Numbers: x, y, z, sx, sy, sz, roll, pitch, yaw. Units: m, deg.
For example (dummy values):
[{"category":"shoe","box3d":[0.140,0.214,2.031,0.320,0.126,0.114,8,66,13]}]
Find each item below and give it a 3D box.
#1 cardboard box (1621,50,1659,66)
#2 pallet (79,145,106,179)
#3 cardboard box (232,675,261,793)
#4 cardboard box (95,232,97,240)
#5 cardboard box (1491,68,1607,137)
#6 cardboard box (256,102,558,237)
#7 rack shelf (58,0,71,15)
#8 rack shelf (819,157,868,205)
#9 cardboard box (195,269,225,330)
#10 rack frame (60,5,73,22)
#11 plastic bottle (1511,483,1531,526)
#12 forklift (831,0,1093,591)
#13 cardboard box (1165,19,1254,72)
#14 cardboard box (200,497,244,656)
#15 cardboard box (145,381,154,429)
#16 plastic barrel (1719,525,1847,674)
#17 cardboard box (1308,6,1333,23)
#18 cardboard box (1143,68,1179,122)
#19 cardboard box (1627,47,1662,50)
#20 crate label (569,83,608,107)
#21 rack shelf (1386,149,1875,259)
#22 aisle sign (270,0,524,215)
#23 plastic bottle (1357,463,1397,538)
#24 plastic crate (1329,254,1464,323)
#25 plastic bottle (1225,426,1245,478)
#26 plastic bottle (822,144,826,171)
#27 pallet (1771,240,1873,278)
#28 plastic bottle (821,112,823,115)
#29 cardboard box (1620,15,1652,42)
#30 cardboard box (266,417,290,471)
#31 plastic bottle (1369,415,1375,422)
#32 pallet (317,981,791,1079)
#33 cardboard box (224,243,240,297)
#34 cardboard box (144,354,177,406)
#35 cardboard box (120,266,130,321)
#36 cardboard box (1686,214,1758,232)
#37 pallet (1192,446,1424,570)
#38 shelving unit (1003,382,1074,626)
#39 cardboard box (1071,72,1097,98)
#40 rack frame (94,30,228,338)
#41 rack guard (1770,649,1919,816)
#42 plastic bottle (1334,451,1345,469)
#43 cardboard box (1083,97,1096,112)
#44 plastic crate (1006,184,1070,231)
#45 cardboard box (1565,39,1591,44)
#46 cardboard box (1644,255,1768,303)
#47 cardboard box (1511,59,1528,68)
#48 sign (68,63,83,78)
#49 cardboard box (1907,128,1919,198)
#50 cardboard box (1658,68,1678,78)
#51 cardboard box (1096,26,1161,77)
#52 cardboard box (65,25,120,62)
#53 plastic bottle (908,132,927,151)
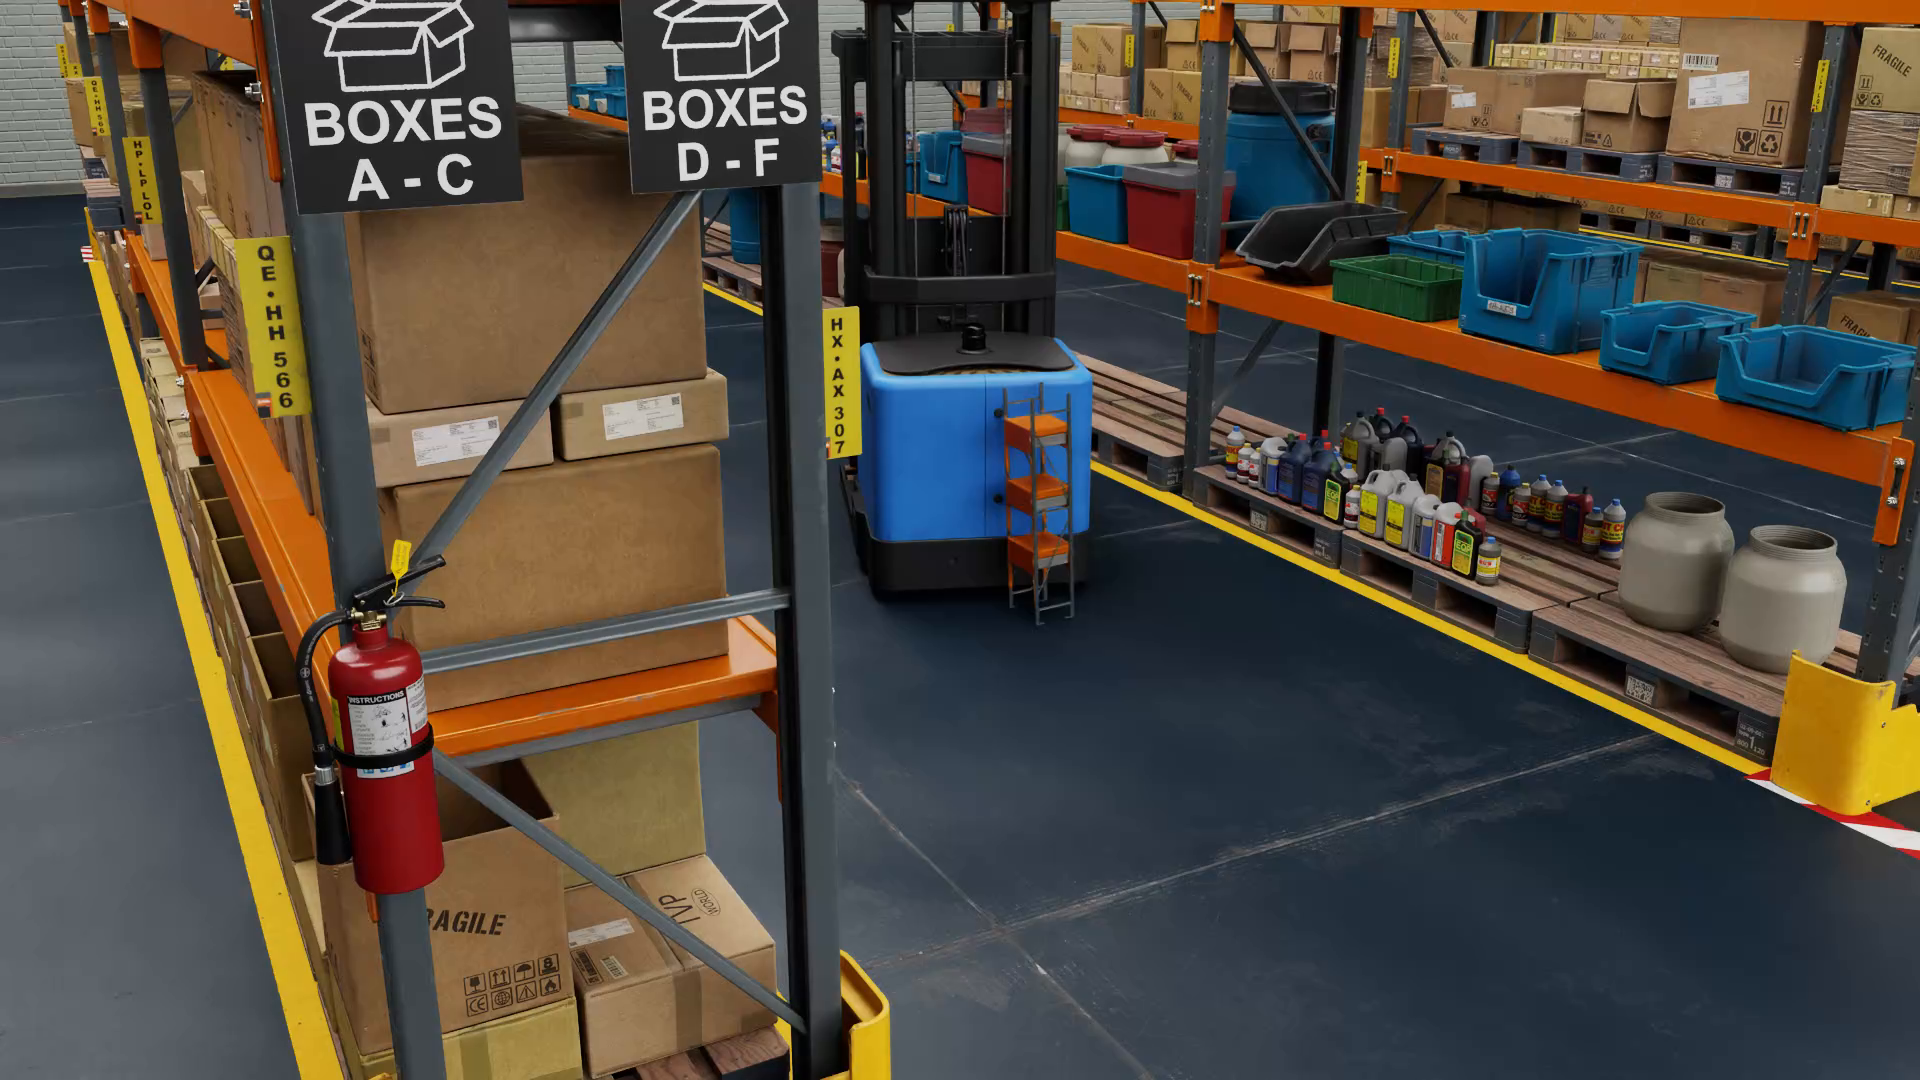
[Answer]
[{"category":"cardboard box","box3d":[7.336,-5.174,17.857,0.380,0.149,0.250,-9,21,-24]},{"category":"pallet","box3d":[-6.165,-2.910,12.762,1.003,0.211,1.213,-10,21,-27]},{"category":"cardboard box","box3d":[-2.230,0.619,5.810,0.500,0.250,0.500,-10,21,-27]},{"category":"cardboard box","box3d":[-8.452,-3.083,16.663,0.380,0.149,0.250,-10,21,-27]},{"category":"cardboard box","box3d":[4.816,-3.585,13.625,0.700,0.500,0.500,-7,20,-19]},{"category":"cardboard box","box3d":[-1.480,-0.909,4.525,0.700,0.500,0.500,-10,21,-26]},{"category":"rack shelf","box3d":[-7.398,-4.900,14.736,1.077,0.370,4.000,-10,21,-27]},{"category":"rack shelf","box3d":[-1.138,-3.100,14.118,1.077,0.370,4.000,-10,21,-27]},{"category":"cardboard box","box3d":[-3.229,-1.111,7.460,0.396,0.266,0.258,-11,22,-28]},{"category":"rack frame","box3d":[-8.348,-4.396,16.772,1.000,3.000,0.127,-10,21,-27]},{"category":"plastic bottle","box3d":[2.767,-0.178,8.165,0.097,0.201,0.097,0,19,0]},{"category":"forklift","box3d":[-0.083,-1.588,8.741,1.130,2.935,3.031,-3,19,-7]},{"category":"cardboard box","box3d":[2.582,-5.120,17.180,0.797,0.503,0.637,-11,22,-28]},{"category":"cardboard box","box3d":[-2.461,0.120,6.108,0.500,0.500,0.500,-10,21,-27]},{"category":"cardboard box","box3d":[-4.559,-0.802,9.929,0.500,0.250,0.500,-10,21,-27]},{"category":"plastic barrel","box3d":[3.231,0.232,6.532,0.421,0.512,0.421,0,19,0]},{"category":"cardboard box","box3d":[5.010,-7.015,22.221,0.500,0.500,0.500,-9,21,-25]},{"category":"cardboard box","box3d":[2.270,-4.657,17.377,0.500,0.500,0.500,-10,21,-26]},{"category":"cardboard box","box3d":[7.665,-5.422,18.575,0.380,0.149,0.250,-11,22,-29]},{"category":"crate label","box3d":[-4.159,-4.989,18.657,0.416,0.233,0.303,-10,21,-27]},{"category":"rack shelf","box3d":[5.121,-2.718,13.014,1.077,0.370,4.000,-10,21,-27]},{"category":"aisle sign","box3d":[-0.977,-0.967,2.851,0.394,0.787,0.004,-10,21,-27]},{"category":"plastic bottle","box3d":[2.021,-0.201,8.001,0.144,0.351,0.185,-10,21,-27]},{"category":"plastic crate","box3d":[2.108,-1.184,7.788,0.450,0.188,0.662,-10,21,-27]},{"category":"plastic bottle","box3d":[1.477,-0.476,8.921,0.097,0.271,0.097,0,19,0]},{"category":"plastic bottle","box3d":[-1.043,-3.008,13.054,0.097,0.201,0.097,0,19,0]},{"category":"pallet","box3d":[8.892,-2.816,16.468,1.003,0.211,1.213,-10,21,-27]},{"category":"plastic bottle","box3d":[-1.275,-3.724,14.901,0.144,0.351,0.185,-10,21,-27]},{"category":"cardboard box","box3d":[9.811,-7.365,23.692,0.500,0.500,0.500,-10,21,-26]},{"category":"cardboard box","box3d":[-1.942,-0.577,5.551,0.700,0.500,0.500,-10,21,-26]},{"category":"plastic bottle","box3d":[2.230,-0.554,9.128,0.061,0.283,0.133,-9,21,-24]},{"category":"pallet","box3d":[-1.150,1.302,4.533,1.003,0.211,1.213,-10,21,-27]},{"category":"cardboard box","box3d":[-2.206,-0.905,5.507,0.380,0.149,0.250,-11,22,-28]},{"category":"cardboard box","box3d":[-4.302,-0.918,9.404,0.500,0.311,0.500,-11,22,-28]},{"category":"cardboard box","box3d":[-6.170,-1.946,12.830,0.500,0.500,0.500,-10,21,-26]},{"category":"cardboard box","box3d":[8.041,-3.537,17.472,0.500,0.500,0.500,-10,21,-27]},{"category":"pallet","box3d":[1.994,-0.200,8.887,1.003,0.211,1.213,-10,21,-27]},{"category":"shelving unit","box3d":[0.356,-0.161,7.472,0.215,1.050,0.252,-11,21,-25]},{"category":"cardboard box","box3d":[1.583,-5.085,18.543,0.500,0.250,0.500,-9,21,-25]},{"category":"rack frame","box3d":[-4.549,-2.099,10.117,1.000,3.000,0.127,-10,21,-27]},{"category":"rack guard","box3d":[3.533,0.598,6.131,1.175,0.500,0.348,-10,21,-27]},{"category":"plastic bottle","box3d":[1.905,-0.317,8.458,0.097,0.271,0.097,0,19,0]},{"category":"cardboard box","box3d":[1.594,-4.847,18.463,0.380,0.149,0.250,-10,22,-28]},{"category":"plastic crate","box3d":[0.636,-2.073,10.366,0.450,0.188,0.662,-10,21,-27]},{"category":"cardboard box","box3d":[9.333,-7.188,24.711,0.500,0.500,0.500,-10,22,-27]},{"category":"cardboard box","box3d":[5.588,-1.830,12.494,0.700,0.500,0.500,-10,21,-27]},{"category":"cardboard box","box3d":[6.592,-5.482,19.205,0.380,0.149,0.250,-10,22,-28]},{"category":"sign","box3d":[-6.922,-3.571,13.053,0.100,0.325,0.005,-10,21,-27]},{"category":"cardboard box","box3d":[6.436,-2.385,10.334,0.875,0.500,0.500,-10,21,-27]},{"category":"cardboard box","box3d":[7.575,-4.887,17.481,0.380,0.149,0.250,-10,21,-27]},{"category":"cardboard box","box3d":[1.818,-5.296,18.004,0.500,0.500,0.500,-9,21,-25]},{"category":"cardboard box","box3d":[-7.881,-4.454,15.255,0.500,0.500,0.500,-10,21,-26]},{"category":"plastic bottle","box3d":[-0.329,-3.114,13.247,0.152,0.276,0.135,-10,21,-27]}]
